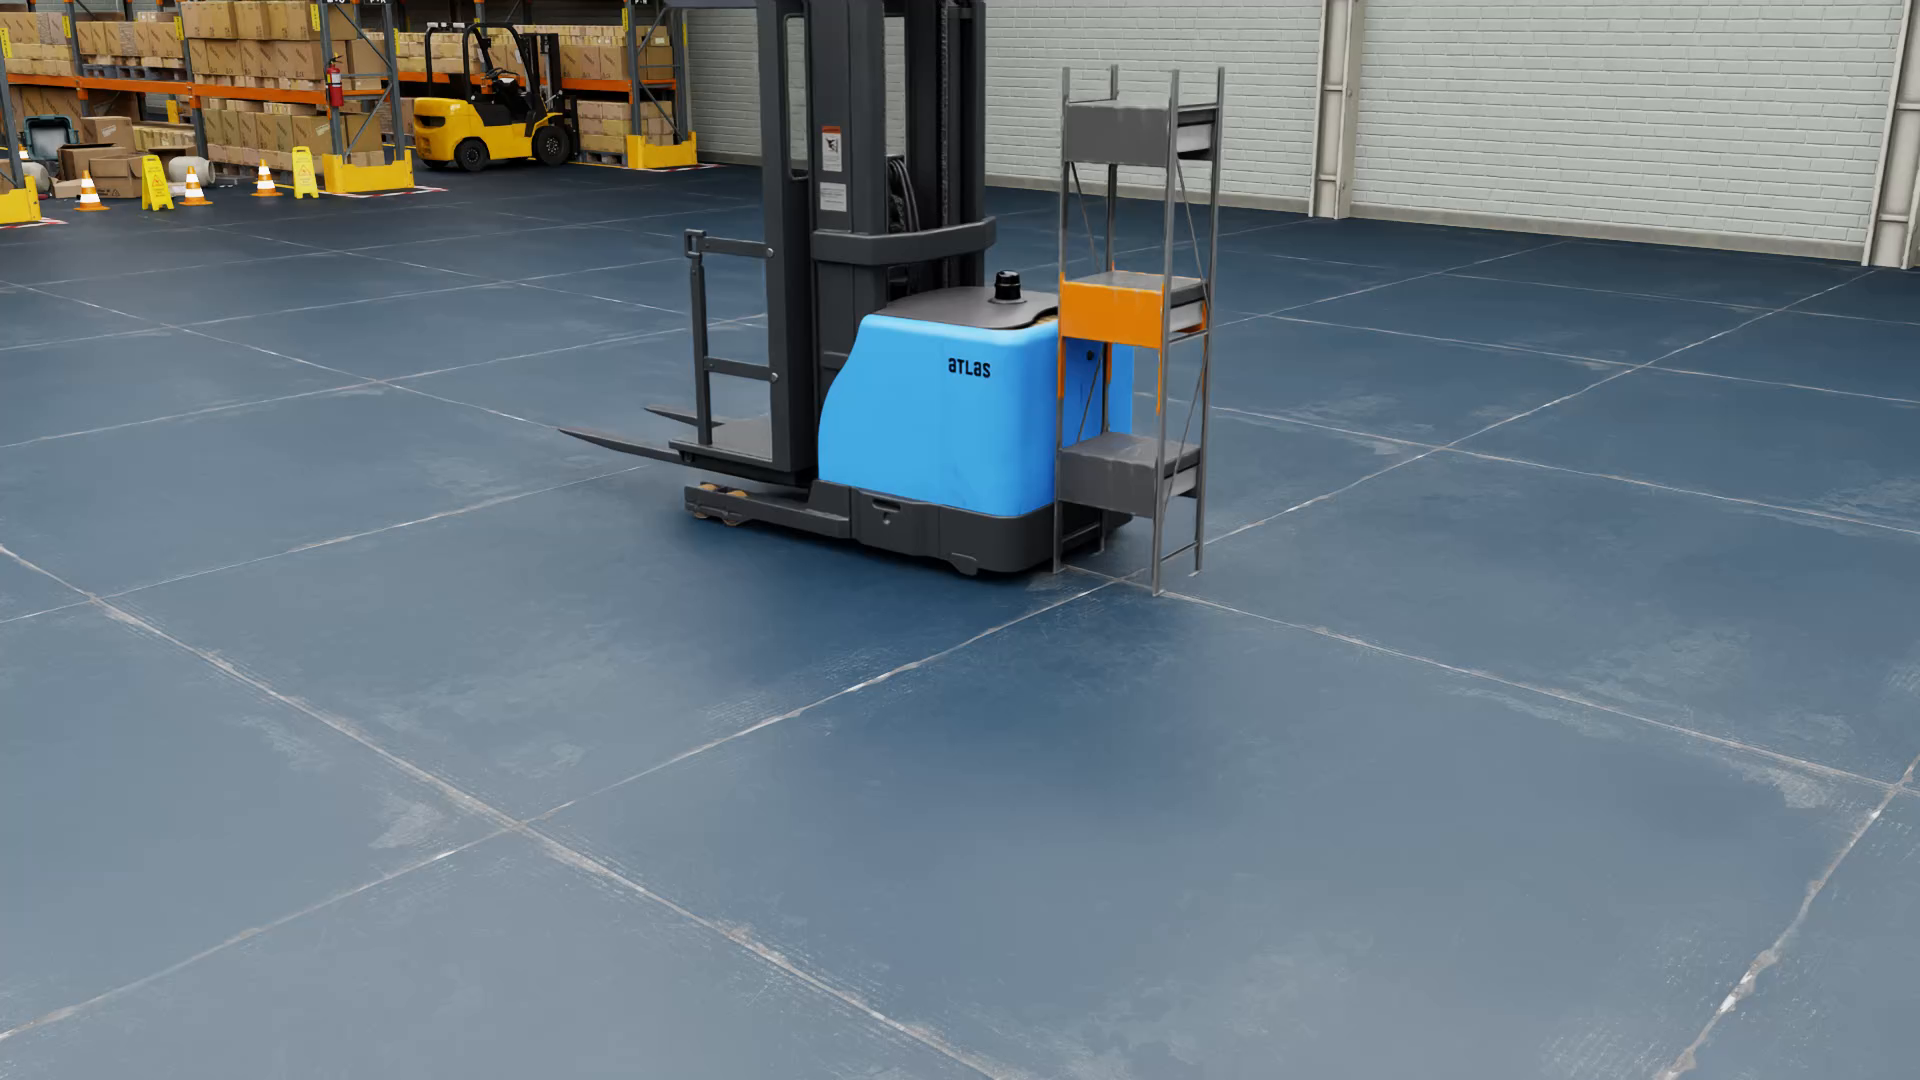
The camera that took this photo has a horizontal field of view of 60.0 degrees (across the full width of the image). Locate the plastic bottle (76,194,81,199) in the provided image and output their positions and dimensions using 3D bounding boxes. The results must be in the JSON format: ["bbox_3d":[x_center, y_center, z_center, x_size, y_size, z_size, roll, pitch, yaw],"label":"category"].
[{"bbox_3d":[-11.324,-4.444,21.514,0.283,0.061,0.133,7,19,21],"label":"plastic bottle"}]

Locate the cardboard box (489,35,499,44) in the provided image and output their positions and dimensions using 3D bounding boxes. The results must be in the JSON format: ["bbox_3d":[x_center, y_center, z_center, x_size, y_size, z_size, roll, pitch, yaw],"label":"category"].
[{"bbox_3d":[-7.614,-8.356,27.744,0.250,0.149,0.380,15,23,38],"label":"cardboard box"}]

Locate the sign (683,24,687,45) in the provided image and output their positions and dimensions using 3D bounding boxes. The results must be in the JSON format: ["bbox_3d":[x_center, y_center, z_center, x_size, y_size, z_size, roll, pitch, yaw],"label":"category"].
[{"bbox_3d":[-4.313,-7.894,25.964,0.005,0.325,0.100,15,23,39],"label":"sign"}]

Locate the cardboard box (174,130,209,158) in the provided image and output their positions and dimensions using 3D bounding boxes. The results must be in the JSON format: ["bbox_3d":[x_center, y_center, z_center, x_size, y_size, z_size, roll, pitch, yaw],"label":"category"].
[{"bbox_3d":[-11.363,-6.051,25.369,0.625,0.372,0.950,15,23,40],"label":"cardboard box"}]

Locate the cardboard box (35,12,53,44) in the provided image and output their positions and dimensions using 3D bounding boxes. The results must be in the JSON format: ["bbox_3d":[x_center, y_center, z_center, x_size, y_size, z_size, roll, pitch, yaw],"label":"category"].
[{"bbox_3d":[-14.911,-8.472,27.529,0.500,0.500,0.500,16,23,40],"label":"cardboard box"}]

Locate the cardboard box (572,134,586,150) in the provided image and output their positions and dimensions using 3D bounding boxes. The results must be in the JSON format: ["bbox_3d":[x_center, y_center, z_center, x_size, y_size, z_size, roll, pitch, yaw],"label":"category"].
[{"bbox_3d":[-5.981,-6.436,26.784,0.500,0.250,0.500,15,23,40],"label":"cardboard box"}]

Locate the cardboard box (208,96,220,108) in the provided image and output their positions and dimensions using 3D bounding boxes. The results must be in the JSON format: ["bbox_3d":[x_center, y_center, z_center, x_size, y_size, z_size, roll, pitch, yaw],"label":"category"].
[{"bbox_3d":[-15.316,-9.087,34.724,0.500,0.500,0.500,16,23,40],"label":"cardboard box"}]

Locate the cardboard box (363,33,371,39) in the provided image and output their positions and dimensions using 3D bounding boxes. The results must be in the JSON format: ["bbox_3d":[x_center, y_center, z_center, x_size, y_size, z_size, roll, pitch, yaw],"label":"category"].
[{"bbox_3d":[-10.626,-9.152,30.252,0.250,0.149,0.380,16,24,41],"label":"cardboard box"}]

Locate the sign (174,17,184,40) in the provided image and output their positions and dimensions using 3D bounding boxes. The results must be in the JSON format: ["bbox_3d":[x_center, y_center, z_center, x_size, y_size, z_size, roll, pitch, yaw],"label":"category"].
[{"bbox_3d":[-11.335,-7.424,24.132,0.005,0.325,0.100,15,23,39],"label":"sign"}]

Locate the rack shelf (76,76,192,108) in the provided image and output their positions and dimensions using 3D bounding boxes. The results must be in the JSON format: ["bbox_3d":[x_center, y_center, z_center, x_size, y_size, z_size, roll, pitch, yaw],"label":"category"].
[{"bbox_3d":[-12.465,-7.057,26.079,4.000,0.370,1.077,15,23,39],"label":"rack shelf"}]

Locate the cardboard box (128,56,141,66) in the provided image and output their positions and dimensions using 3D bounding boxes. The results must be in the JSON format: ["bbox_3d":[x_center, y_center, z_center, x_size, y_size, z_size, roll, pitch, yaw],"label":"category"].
[{"bbox_3d":[-12.665,-7.439,25.815,0.250,0.149,0.380,16,24,41],"label":"cardboard box"}]

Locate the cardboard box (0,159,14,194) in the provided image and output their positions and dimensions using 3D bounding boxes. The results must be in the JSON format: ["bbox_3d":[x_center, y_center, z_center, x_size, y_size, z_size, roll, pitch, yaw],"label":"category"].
[{"bbox_3d":[-12.337,-4.589,21.239,0.500,0.500,0.500,-13,22,-36],"label":"cardboard box"}]

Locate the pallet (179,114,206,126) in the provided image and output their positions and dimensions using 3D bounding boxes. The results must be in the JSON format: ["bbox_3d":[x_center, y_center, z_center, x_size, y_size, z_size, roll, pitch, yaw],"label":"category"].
[{"bbox_3d":[-15.999,-9.027,35.708,1.213,0.211,1.003,15,23,39],"label":"pallet"}]

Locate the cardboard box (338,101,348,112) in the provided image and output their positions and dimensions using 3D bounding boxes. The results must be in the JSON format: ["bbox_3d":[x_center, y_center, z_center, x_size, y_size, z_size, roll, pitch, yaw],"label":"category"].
[{"bbox_3d":[-11.496,-8.073,31.530,0.500,0.500,0.500,15,23,38],"label":"cardboard box"}]

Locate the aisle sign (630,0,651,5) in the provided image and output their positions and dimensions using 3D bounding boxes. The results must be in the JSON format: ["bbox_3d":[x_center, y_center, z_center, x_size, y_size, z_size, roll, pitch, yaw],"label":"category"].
[{"bbox_3d":[-4.832,-8.479,25.071,0.004,0.787,0.394,15,23,39],"label":"aisle sign"}]

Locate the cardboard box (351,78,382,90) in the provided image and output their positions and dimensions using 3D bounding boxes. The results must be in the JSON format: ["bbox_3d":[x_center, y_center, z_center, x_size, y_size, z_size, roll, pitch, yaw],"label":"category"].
[{"bbox_3d":[-8.094,-6.191,22.575,0.250,0.149,0.380,15,23,39],"label":"cardboard box"}]

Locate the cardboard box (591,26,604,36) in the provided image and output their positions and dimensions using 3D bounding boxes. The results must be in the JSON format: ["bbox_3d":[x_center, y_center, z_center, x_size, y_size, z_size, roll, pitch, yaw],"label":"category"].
[{"bbox_3d":[-5.512,-7.931,25.914,0.250,0.149,0.380,16,23,40],"label":"cardboard box"}]

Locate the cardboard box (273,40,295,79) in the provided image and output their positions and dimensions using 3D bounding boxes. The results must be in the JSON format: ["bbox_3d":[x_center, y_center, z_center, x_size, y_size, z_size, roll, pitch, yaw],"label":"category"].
[{"bbox_3d":[-8.938,-6.533,22.581,0.500,0.500,0.500,15,23,39],"label":"cardboard box"}]

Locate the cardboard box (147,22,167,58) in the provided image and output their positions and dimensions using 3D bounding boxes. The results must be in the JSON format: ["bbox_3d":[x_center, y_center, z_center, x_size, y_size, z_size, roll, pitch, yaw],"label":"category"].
[{"bbox_3d":[-11.839,-7.528,25.023,0.500,0.500,0.500,15,23,40],"label":"cardboard box"}]

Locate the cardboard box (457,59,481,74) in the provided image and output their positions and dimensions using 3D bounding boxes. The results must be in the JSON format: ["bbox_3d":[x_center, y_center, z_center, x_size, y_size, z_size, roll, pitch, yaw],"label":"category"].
[{"bbox_3d":[-8.228,-8.093,28.401,0.500,0.250,0.500,16,23,40],"label":"cardboard box"}]

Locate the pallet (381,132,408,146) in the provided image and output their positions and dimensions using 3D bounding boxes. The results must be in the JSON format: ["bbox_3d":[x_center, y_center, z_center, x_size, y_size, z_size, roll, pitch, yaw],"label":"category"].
[{"bbox_3d":[-10.080,-7.422,30.650,1.213,0.211,1.003,15,23,39],"label":"pallet"}]

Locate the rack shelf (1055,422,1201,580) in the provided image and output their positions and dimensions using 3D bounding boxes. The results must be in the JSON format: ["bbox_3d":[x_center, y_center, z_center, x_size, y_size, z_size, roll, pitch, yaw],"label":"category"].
[{"bbox_3d":[0.720,-0.174,7.048,0.480,0.518,0.431,12,21,34],"label":"rack shelf"}]

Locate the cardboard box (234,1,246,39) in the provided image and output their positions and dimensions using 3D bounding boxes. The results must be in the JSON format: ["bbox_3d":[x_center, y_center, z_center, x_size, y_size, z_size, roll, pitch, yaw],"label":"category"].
[{"bbox_3d":[-9.609,-7.229,23.120,0.500,0.500,0.700,15,23,39],"label":"cardboard box"}]

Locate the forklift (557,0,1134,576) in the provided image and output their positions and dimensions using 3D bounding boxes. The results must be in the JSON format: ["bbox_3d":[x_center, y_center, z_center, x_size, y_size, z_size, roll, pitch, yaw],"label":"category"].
[{"bbox_3d":[-0.694,-1.578,7.738,3.031,2.935,1.130,12,21,34],"label":"forklift"}]

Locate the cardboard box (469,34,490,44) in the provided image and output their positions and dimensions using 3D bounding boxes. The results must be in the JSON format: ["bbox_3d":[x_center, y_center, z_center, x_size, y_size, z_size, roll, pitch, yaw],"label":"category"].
[{"bbox_3d":[-8.080,-8.497,28.191,0.250,0.149,0.380,16,24,41],"label":"cardboard box"}]

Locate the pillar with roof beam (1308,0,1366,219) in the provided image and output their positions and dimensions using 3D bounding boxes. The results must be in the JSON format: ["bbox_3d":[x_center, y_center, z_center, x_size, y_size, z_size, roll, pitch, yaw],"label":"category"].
[{"bbox_3d":[1.509,-7.139,15.230,0.400,9.000,9.100,15,23,39],"label":"pillar with roof beam"}]

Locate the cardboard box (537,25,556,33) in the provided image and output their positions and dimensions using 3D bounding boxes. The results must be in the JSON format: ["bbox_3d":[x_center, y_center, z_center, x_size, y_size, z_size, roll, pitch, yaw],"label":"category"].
[{"bbox_3d":[-6.620,-8.249,26.916,0.250,0.149,0.380,15,23,39],"label":"cardboard box"}]

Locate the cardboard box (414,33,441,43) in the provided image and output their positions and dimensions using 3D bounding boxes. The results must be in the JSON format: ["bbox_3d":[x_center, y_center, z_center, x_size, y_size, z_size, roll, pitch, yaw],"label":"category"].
[{"bbox_3d":[-9.306,-8.783,29.090,0.250,0.149,0.380,14,23,38],"label":"cardboard box"}]

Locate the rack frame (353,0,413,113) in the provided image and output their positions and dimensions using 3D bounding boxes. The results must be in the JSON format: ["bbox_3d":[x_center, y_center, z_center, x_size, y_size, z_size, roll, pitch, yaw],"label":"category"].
[{"bbox_3d":[-10.669,-8.925,30.777,0.127,3.000,1.000,15,23,39],"label":"rack frame"}]

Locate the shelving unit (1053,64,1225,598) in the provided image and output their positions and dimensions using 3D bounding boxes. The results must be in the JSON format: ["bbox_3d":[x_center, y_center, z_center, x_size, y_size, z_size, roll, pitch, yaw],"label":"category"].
[{"bbox_3d":[0.720,-0.854,6.833,0.503,2.100,0.431,12,21,34],"label":"shelving unit"}]

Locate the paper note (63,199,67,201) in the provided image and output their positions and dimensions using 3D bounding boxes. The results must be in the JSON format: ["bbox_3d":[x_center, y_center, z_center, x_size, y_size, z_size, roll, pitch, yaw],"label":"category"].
[{"bbox_3d":[-11.490,-4.366,21.354,0.032,0.001,0.123,-6,18,-18],"label":"paper note"}]

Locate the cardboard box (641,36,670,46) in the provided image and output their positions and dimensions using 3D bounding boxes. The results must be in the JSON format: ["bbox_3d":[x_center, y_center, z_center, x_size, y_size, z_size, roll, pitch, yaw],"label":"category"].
[{"bbox_3d":[-4.767,-7.803,26.002,0.250,0.149,0.380,14,23,38],"label":"cardboard box"}]

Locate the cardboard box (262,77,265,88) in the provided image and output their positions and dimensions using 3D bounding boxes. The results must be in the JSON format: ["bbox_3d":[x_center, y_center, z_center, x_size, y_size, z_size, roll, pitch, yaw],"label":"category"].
[{"bbox_3d":[-9.530,-6.414,23.277,0.250,0.149,0.380,15,23,39],"label":"cardboard box"}]

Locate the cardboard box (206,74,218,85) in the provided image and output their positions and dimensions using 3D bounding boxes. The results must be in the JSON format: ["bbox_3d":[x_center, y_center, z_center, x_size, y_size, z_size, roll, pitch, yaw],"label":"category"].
[{"bbox_3d":[-10.723,-6.704,24.192,0.250,0.149,0.380,16,24,41],"label":"cardboard box"}]

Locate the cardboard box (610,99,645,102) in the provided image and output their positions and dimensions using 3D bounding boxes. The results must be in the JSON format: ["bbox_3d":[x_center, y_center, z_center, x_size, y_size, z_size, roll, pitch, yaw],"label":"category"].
[{"bbox_3d":[-5.296,-6.924,26.669,0.500,0.250,0.500,15,23,39],"label":"cardboard box"}]

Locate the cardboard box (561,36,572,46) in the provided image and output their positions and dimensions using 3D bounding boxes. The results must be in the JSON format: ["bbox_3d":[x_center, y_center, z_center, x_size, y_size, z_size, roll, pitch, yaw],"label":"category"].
[{"bbox_3d":[-6.107,-7.934,26.416,0.250,0.149,0.380,15,23,40],"label":"cardboard box"}]

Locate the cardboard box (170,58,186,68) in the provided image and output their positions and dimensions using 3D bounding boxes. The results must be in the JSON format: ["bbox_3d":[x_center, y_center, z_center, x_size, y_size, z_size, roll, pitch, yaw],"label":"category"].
[{"bbox_3d":[-11.538,-7.120,24.808,0.250,0.149,0.380,15,23,40],"label":"cardboard box"}]

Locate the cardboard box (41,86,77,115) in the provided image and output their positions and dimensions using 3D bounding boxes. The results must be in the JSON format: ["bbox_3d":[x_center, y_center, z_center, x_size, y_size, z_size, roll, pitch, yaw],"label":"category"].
[{"bbox_3d":[-15.087,-7.327,28.557,0.875,0.875,0.875,15,23,40],"label":"cardboard box"}]

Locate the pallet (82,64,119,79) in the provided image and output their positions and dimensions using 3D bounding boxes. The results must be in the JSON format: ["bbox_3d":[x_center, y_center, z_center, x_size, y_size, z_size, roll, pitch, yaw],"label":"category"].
[{"bbox_3d":[-13.358,-7.591,26.890,1.003,0.211,1.213,15,23,39],"label":"pallet"}]

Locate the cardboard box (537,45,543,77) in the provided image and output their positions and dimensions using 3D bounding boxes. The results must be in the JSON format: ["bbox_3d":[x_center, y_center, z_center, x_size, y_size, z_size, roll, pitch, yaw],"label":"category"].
[{"bbox_3d":[-6.739,-7.820,27.127,0.500,0.500,0.500,15,23,39],"label":"cardboard box"}]

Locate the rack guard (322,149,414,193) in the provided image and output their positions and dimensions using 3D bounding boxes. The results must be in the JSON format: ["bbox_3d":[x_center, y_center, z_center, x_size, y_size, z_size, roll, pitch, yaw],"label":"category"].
[{"bbox_3d":[-8.035,-5.019,22.601,0.348,0.500,1.175,15,23,39],"label":"rack guard"}]

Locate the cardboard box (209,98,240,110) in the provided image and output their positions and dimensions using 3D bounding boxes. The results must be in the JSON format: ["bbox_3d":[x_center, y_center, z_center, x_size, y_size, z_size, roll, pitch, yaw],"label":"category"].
[{"bbox_3d":[-10.654,-6.336,24.158,0.250,0.149,0.380,15,23,40],"label":"cardboard box"}]

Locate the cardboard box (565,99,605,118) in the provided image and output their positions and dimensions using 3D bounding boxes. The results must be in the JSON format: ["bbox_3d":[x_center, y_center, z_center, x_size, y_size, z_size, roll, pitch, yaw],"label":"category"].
[{"bbox_3d":[-6.007,-6.907,26.617,0.500,0.250,0.500,15,23,40],"label":"cardboard box"}]

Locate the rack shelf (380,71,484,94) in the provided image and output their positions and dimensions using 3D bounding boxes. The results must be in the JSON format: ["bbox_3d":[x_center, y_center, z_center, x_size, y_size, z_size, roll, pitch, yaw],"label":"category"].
[{"bbox_3d":[-9.174,-8.181,29.620,4.000,0.370,1.077,15,23,39],"label":"rack shelf"}]

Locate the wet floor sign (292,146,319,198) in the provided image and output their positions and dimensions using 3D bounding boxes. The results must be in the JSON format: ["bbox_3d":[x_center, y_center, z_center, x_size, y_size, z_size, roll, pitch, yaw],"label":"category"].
[{"bbox_3d":[-8.546,-4.793,21.648,0.267,0.644,0.232,-9,20,-27],"label":"wet floor sign"}]

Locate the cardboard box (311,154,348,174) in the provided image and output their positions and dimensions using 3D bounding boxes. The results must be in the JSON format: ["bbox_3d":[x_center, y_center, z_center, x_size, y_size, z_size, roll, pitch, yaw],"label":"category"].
[{"bbox_3d":[-8.779,-5.191,22.862,0.500,0.250,0.500,15,23,39],"label":"cardboard box"}]

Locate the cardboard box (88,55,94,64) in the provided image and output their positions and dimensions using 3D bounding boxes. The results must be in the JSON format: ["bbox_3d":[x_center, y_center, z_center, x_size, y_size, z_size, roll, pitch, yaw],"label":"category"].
[{"bbox_3d":[-13.842,-7.775,26.872,0.250,0.149,0.380,13,22,36],"label":"cardboard box"}]

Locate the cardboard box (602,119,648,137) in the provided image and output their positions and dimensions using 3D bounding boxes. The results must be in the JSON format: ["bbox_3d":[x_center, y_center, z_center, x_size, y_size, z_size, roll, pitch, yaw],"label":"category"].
[{"bbox_3d":[-5.257,-6.474,26.077,0.500,0.250,0.500,15,23,39],"label":"cardboard box"}]

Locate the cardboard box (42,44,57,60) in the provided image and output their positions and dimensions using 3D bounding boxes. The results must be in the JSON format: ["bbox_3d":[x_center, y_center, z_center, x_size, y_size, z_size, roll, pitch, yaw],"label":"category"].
[{"bbox_3d":[-14.878,-8.110,27.630,0.500,0.250,0.500,14,23,38],"label":"cardboard box"}]

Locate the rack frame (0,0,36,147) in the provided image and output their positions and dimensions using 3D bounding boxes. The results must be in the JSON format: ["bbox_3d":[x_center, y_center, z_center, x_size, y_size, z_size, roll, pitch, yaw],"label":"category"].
[{"bbox_3d":[-16.953,-8.605,29.766,0.127,3.000,1.000,15,23,39],"label":"rack frame"}]

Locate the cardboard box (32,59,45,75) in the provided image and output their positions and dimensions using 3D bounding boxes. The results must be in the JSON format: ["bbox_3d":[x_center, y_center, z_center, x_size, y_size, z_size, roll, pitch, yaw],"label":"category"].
[{"bbox_3d":[-15.270,-7.977,28.035,0.500,0.250,0.500,15,23,39],"label":"cardboard box"}]

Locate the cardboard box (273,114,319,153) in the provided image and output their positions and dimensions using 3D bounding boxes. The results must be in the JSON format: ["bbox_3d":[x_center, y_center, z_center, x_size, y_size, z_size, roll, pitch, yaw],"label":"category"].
[{"bbox_3d":[-9.143,-5.648,23.062,0.500,0.500,0.500,16,24,41],"label":"cardboard box"}]
